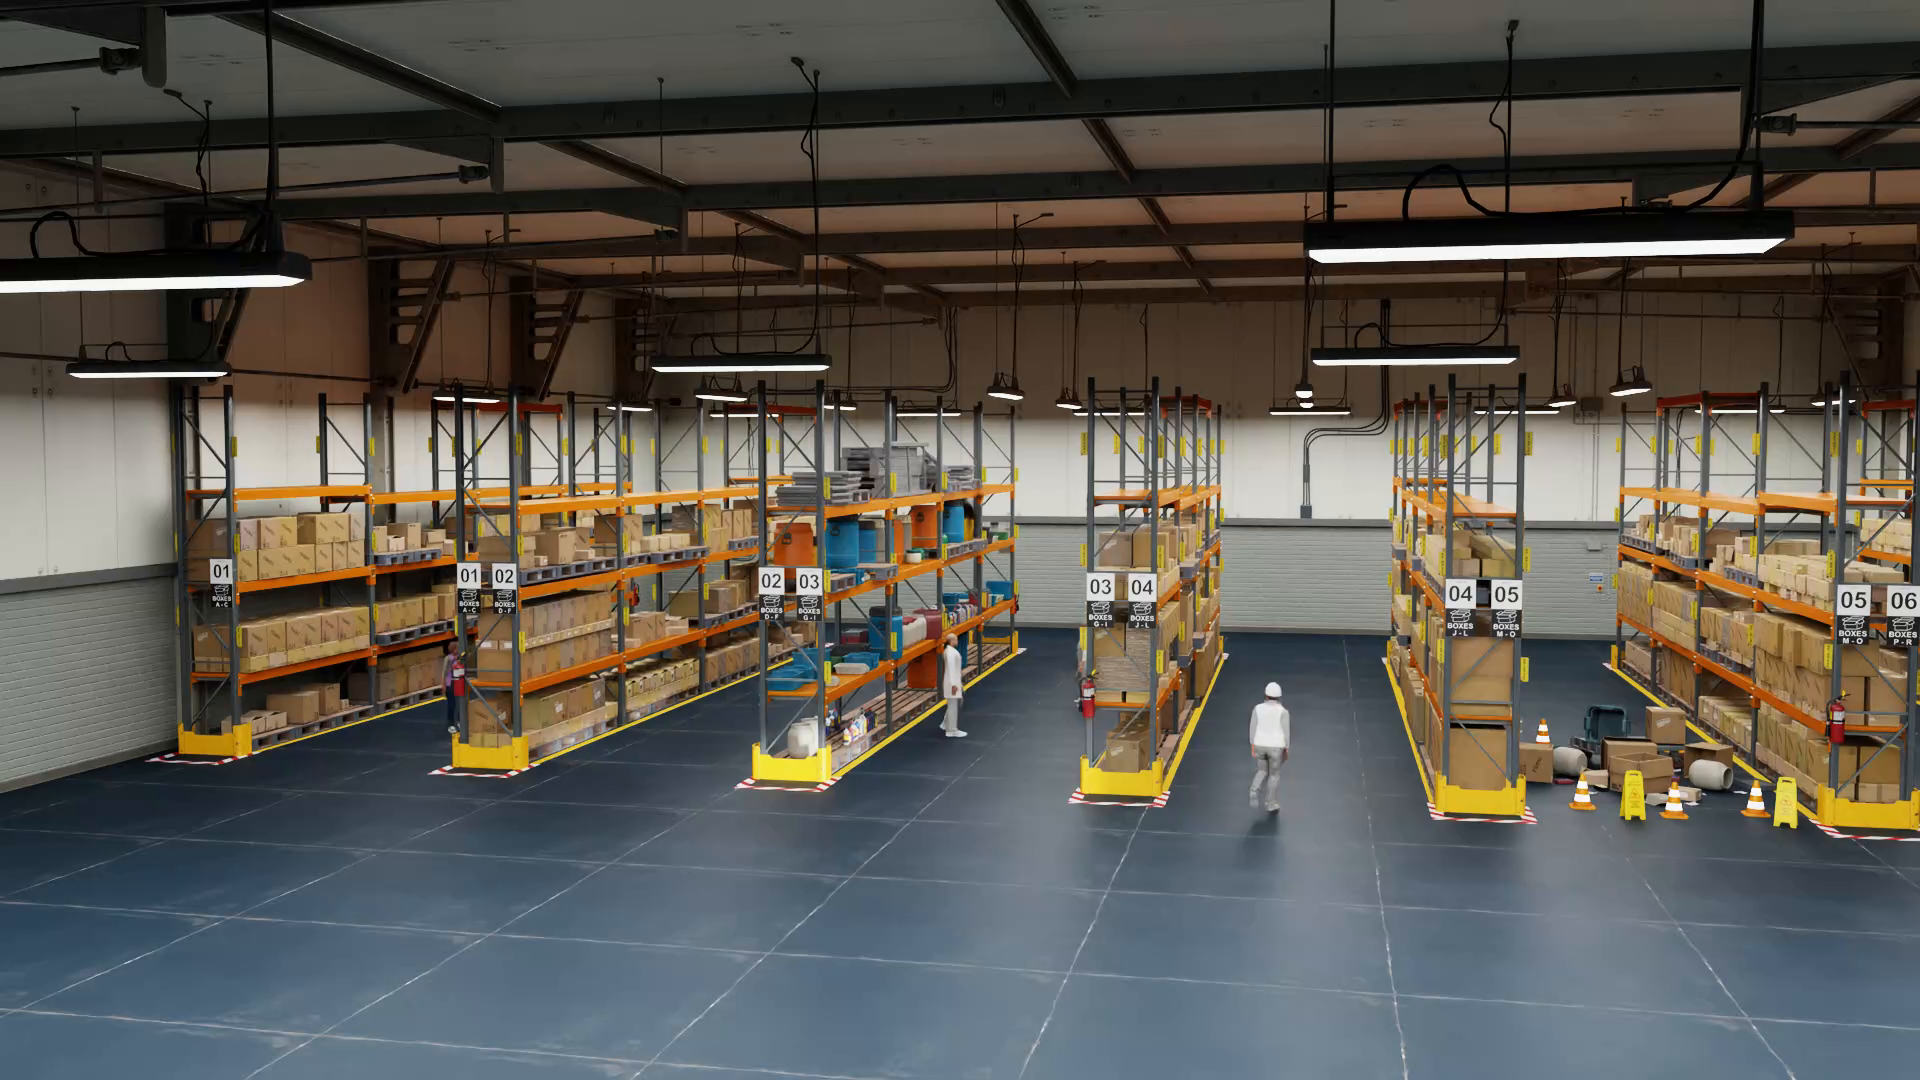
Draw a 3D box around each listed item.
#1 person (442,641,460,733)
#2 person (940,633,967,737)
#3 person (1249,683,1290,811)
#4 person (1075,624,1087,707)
[{"bbox_3d":[-8.901,2.590,29.212,0.342,1.588,0.534,2,4,33],"label":"person"},{"bbox_3d":[-0.112,2.514,28.772,0.458,1.805,0.655,0,3,-4],"label":"person"},{"bbox_3d":[4.227,2.829,22.726,0.529,1.767,0.538,3,4,41],"label":"person"},{"bbox_3d":[2.387,2.403,31.979,0.350,1.600,0.467,0,3,3],"label":"person"}]
